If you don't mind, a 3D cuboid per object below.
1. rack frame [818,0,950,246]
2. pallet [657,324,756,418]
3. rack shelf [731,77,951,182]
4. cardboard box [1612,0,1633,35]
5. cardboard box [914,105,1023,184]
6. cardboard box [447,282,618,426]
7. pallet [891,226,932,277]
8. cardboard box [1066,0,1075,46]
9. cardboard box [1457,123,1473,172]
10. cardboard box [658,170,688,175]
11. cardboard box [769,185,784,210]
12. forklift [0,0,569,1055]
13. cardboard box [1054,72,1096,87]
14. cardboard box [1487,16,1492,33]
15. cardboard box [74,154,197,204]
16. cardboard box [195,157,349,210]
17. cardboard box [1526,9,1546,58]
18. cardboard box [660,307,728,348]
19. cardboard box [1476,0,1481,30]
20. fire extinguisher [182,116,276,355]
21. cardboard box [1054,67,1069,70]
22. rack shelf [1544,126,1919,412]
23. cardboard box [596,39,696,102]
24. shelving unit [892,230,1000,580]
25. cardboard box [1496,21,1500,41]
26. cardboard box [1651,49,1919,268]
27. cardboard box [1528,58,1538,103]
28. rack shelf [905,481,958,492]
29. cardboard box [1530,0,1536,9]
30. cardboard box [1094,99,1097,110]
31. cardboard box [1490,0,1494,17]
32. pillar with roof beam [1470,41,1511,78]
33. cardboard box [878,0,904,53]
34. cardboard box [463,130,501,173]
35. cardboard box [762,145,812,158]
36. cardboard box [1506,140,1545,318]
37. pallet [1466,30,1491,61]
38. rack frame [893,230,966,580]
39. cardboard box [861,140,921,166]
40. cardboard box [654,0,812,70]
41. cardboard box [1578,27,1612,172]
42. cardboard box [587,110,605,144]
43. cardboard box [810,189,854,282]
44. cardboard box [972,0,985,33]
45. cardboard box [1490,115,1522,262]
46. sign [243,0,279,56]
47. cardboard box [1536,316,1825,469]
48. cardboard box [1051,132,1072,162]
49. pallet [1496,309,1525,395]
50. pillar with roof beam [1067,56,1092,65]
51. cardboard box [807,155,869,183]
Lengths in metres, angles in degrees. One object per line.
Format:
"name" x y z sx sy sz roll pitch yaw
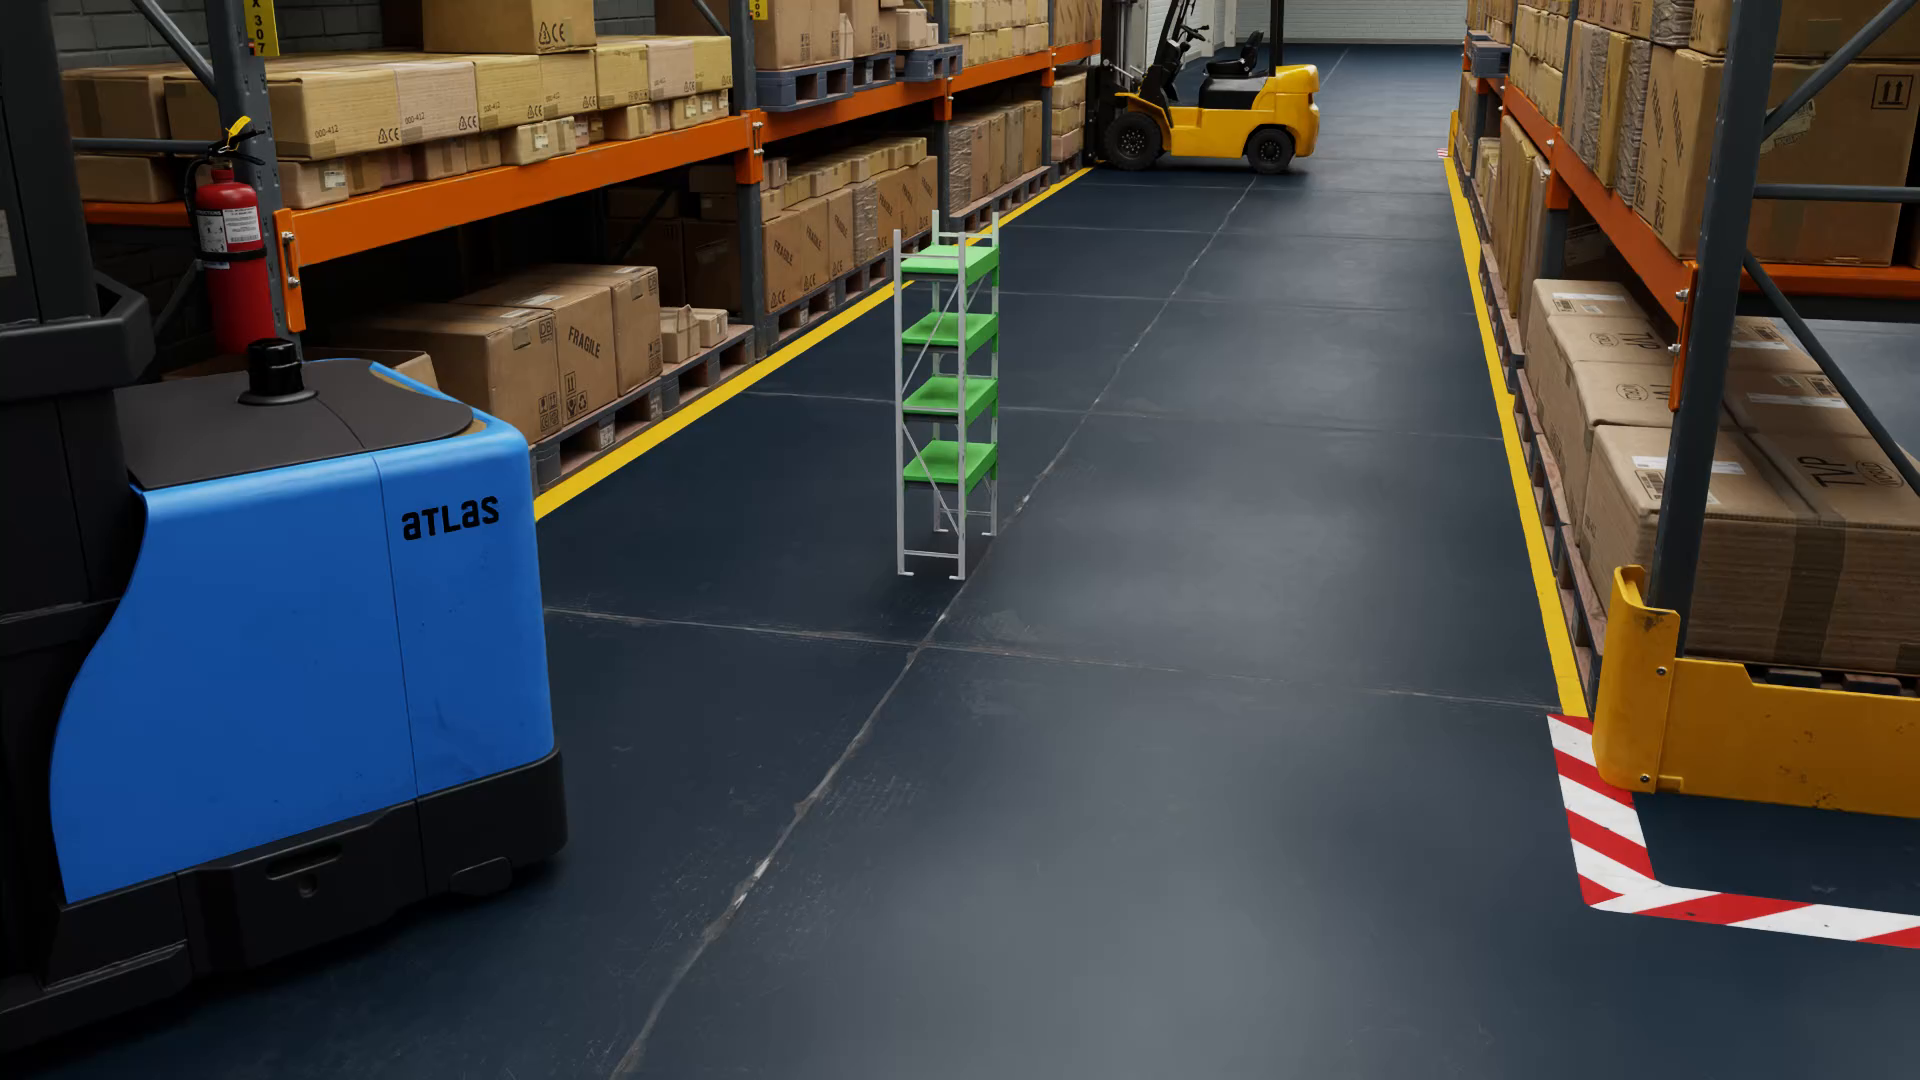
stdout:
"rack frame" -0.580 -3.690 12.351 1.000 3.000 0.127 5 19 13
"pallet" -1.726 -0.902 8.501 1.003 0.211 1.213 5 19 13
"rack shelf" -1.068 -2.723 10.632 1.077 0.370 4.000 5 19 13
"cardboard box" 2.515 -1.961 5.586 0.500 0.500 0.500 5 19 13
"cardboard box" 0.584 -4.276 17.090 0.963 0.625 4.871 5 19 14
"cardboard box" -1.820 -0.806 7.123 0.500 0.500 0.500 5 19 14
"pallet" -0.799 -2.140 12.125 1.003 0.211 1.213 5 19 13
"cardboard box" 0.870 -5.274 16.834 0.500 0.500 0.500 5 19 14
"cardboard box" 6.535 -2.821 10.334 6.524 2.239 14.433 5 20 15
"cardboard box" -1.600 -2.140 10.025 0.380 0.149 0.250 4 19 11
"cardboard box" -1.219 -1.944 9.451 0.380 0.149 0.250 4 19 12
"forklift" 1.840 -0.272 2.584 9.132 2.843 7.012 -15 24 -37
"cardboard box" 1.201 -4.922 18.014 0.500 0.250 0.500 4 19 12
"cardboard box" 4.701 -4.407 14.189 0.380 0.149 0.250 5 20 14
"cardboard box" -2.714 -1.189 5.417 0.380 0.149 0.250 4 19 13
"cardboard box" -2.188 -1.145 5.289 0.380 0.149 0.250 5 19 13
"cardboard box" 3.473 -2.851 9.351 0.500 0.250 0.500 5 19 14
"cardboard box" -1.408 -1.088 8.494 0.380 0.149 0.250 4 19 12
"cardboard box" 5.321 -5.225 16.229 0.500 0.500 0.500 5 20 15
"fire extinguisher" -2.122 -0.887 4.841 0.296 0.674 0.183 5 19 13
"cardboard box" 0.955 -5.276 19.050 0.500 0.250 0.500 5 19 13
"rack shelf" 2.768 -1.078 5.817 1.077 0.370 4.000 5 19 13
"cardboard box" -1.553 -2.169 7.670 0.500 0.250 0.500 5 19 14
"shelving unit" 7.155 -1.278 8.074 13.061 1.200 8.595 5 19 13
"cardboard box" 4.169 -3.751 12.268 0.380 0.149 0.250 4 19 11
"cardboard box" 2.141 -1.011 4.353 0.500 0.500 0.500 5 19 14
"cardboard box" 3.512 -2.614 9.431 0.500 0.250 0.500 5 19 13
"rack shelf" -0.040 -0.255 5.931 0.199 0.029 0.442 5 19 13
"cardboard box" 7.027 -4.727 11.663 5.801 1.807 6.767 5 20 15
"cardboard box" 1.195 -4.678 18.074 0.500 0.250 0.500 5 19 13
"cardboard box" 4.448 -4.343 12.997 0.500 0.500 0.500 4 19 11
"pillar with roof beam" 8.093 -1.181 7.311 11.046 1.510 9.021 5 19 13
"cardboard box" -0.799 -3.412 10.726 0.797 0.503 0.637 4 19 12
"cardboard box" -1.960 -1.472 6.245 0.380 0.149 0.250 5 19 14
"cardboard box" -1.240 -2.631 11.464 0.380 0.149 0.250 4 19 11
"cardboard box" 3.544 -1.723 9.230 0.966 0.875 0.966 3 19 9
"pallet" 4.884 -4.234 14.241 1.003 0.211 1.213 5 19 13
"rack frame" -0.100 -0.439 5.618 0.240 1.200 0.015 5 19 13
"cardboard box" -0.491 -2.750 11.813 0.380 0.149 0.250 4 19 11
"cardboard box" -1.222 -2.817 8.989 0.700 0.500 0.500 5 20 15
"cardboard box" 2.634 -1.654 6.234 0.500 0.500 0.500 5 19 14
"cardboard box" -1.770 -1.797 7.196 0.380 0.149 0.250 5 19 14
"cardboard box" -0.974 -1.910 10.356 0.500 0.500 0.500 4 19 12
"cardboard box" -0.111 -4.133 13.104 0.500 0.250 0.500 5 20 15
"cardboard box" 3.985 -2.283 10.868 0.875 0.875 0.875 4 19 13
"sign" -2.008 -1.550 4.745 0.100 0.325 0.005 5 19 13
"cardboard box" 2.782 -0.563 6.509 0.875 0.438 0.875 4 19 12
"cardboard box" 0.837 -3.967 16.765 0.500 0.250 0.500 5 19 14
"pallet" 3.373 -0.974 8.712 1.003 0.211 1.213 5 19 13
"pillar with roof beam" 5.971 -10.430 22.802 9.100 9.000 0.400 5 19 13
"cardboard box" -0.806 -2.425 10.860 0.380 0.149 0.250 4 19 11
